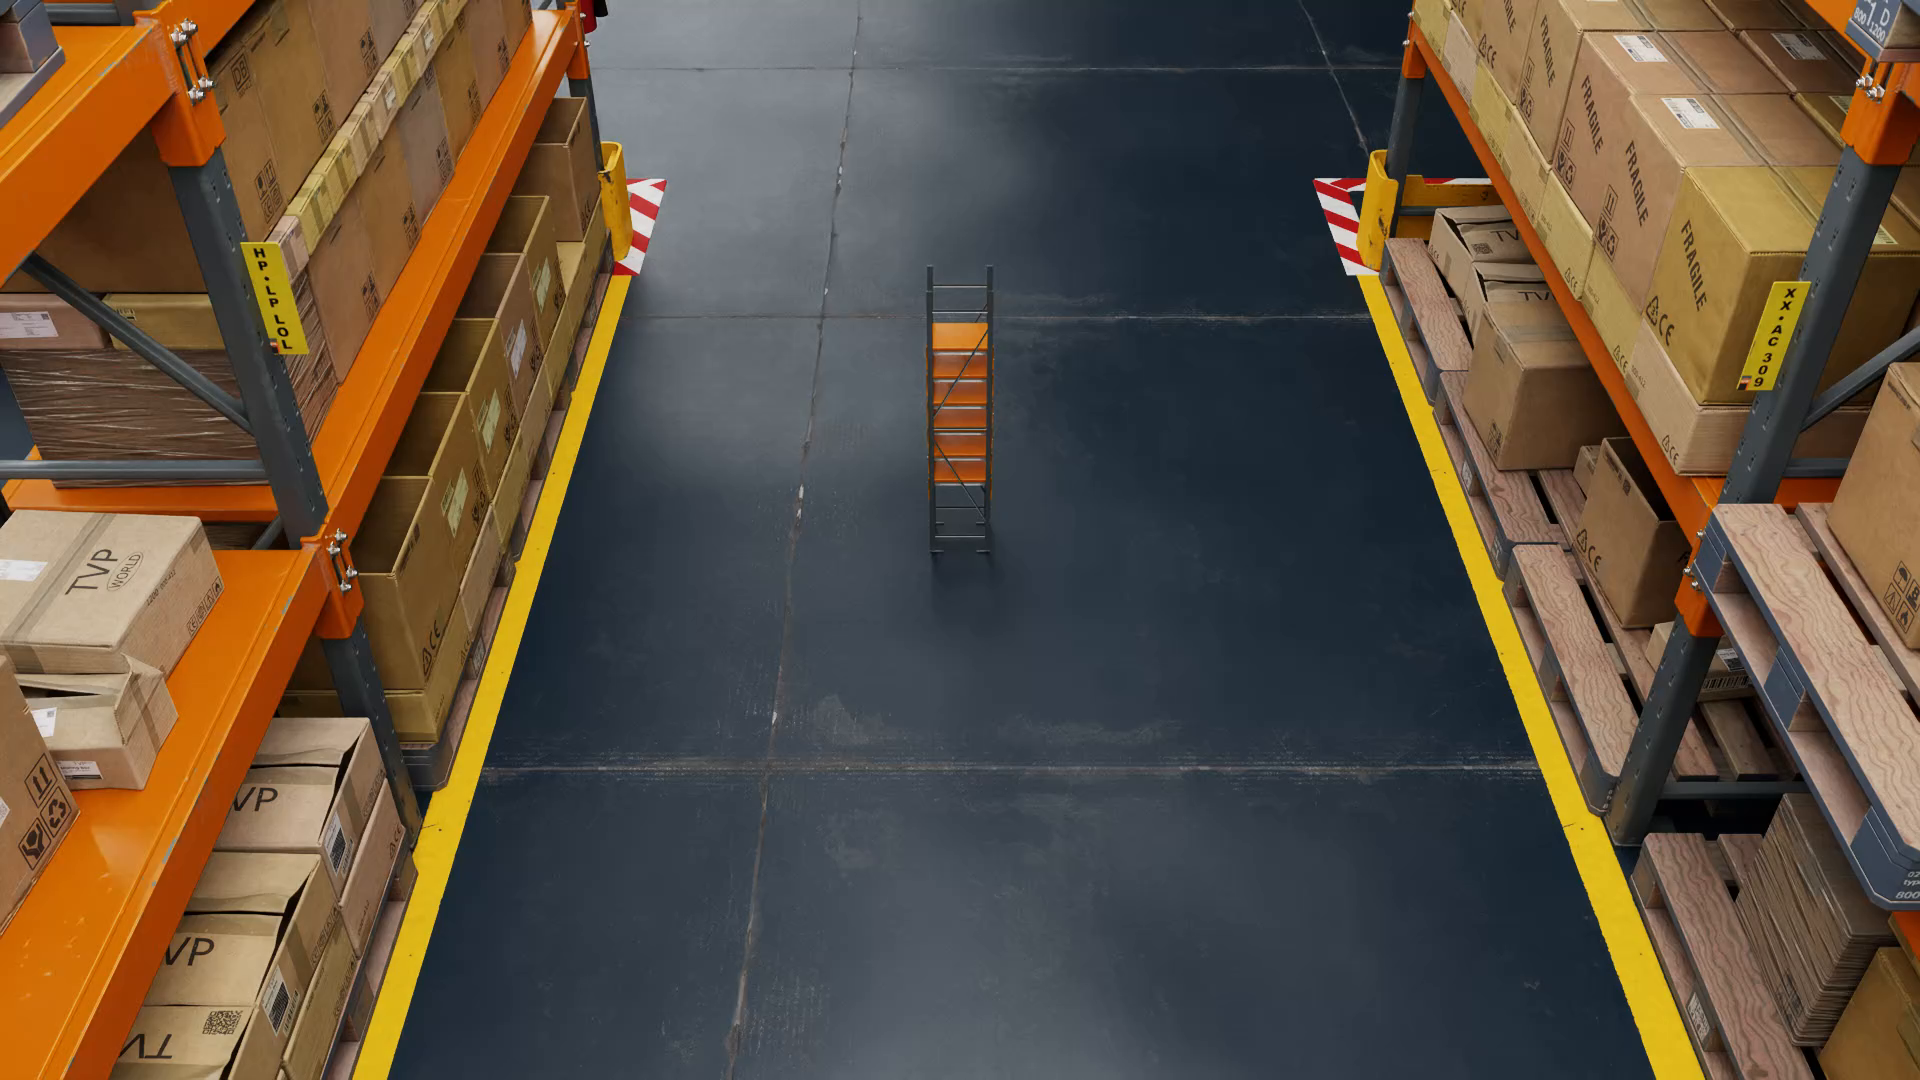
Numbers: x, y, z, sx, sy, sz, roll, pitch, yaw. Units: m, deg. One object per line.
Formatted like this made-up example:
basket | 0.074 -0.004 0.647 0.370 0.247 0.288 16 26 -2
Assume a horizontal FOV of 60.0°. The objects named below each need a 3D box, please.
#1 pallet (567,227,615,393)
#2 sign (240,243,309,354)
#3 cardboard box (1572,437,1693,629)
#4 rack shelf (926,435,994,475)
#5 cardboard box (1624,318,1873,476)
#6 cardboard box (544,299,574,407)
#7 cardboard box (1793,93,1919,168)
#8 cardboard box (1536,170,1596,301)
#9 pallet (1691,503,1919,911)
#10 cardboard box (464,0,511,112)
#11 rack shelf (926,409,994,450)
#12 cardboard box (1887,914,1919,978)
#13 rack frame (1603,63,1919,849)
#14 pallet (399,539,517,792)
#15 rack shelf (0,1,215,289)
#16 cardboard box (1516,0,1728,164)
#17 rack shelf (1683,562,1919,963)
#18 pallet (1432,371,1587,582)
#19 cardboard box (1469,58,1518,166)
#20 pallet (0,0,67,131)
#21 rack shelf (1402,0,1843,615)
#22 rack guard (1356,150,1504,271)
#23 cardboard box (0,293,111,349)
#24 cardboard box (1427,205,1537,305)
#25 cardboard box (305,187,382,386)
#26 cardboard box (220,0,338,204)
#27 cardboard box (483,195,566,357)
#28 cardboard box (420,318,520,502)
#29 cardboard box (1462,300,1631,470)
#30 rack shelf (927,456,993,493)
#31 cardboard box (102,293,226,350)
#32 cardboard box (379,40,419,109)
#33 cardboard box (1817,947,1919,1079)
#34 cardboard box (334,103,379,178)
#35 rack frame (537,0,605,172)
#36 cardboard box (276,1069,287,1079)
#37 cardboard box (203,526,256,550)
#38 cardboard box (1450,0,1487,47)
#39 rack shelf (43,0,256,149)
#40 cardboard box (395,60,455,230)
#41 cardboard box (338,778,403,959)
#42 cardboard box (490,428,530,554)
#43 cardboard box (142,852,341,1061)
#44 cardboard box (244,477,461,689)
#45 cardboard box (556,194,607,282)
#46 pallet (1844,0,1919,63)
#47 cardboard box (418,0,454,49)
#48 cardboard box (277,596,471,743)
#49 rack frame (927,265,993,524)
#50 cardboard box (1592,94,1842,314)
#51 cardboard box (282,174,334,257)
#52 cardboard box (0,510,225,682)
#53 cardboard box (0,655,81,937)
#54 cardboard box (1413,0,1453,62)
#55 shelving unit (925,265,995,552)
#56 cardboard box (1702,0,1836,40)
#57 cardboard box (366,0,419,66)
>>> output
pallet | -2.259 -1.123 7.982 1.003 0.211 1.213 0 39 0
sign | -1.755 -0.615 4.256 0.100 0.325 0.005 0 39 0
cardboard box | 2.615 -0.039 6.047 0.500 0.500 0.500 -3 39 -3
rack shelf | 0.000 -0.349 6.489 0.258 0.103 0.180 0 39 0
cardboard box | 2.352 -0.439 5.003 0.500 0.250 0.500 0 39 0
cardboard box | -1.991 -0.819 7.237 0.500 0.250 0.500 0 39 0
cardboard box | 2.868 -1.053 5.170 0.500 0.500 0.500 0 39 0
cardboard box | 2.344 -1.065 5.784 0.500 0.250 0.500 0 39 0
pallet | 2.512 0.359 4.056 1.003 0.211 1.213 0 39 0
cardboard box | -2.309 -2.108 6.902 0.700 0.500 0.500 1 39 1
rack shelf | 0.000 -0.443 6.414 0.258 0.103 0.180 0 39 0
cardboard box | 2.678 1.053 4.085 0.500 0.250 0.500 -1 39 -1
rack frame | 2.656 -0.194 4.593 1.000 3.000 0.127 0 39 0
pallet | -2.257 0.403 6.078 1.003 0.211 1.213 0 39 0
rack shelf | -2.295 0.173 2.312 1.077 0.370 4.000 0 39 0
cardboard box | 2.349 -1.683 5.956 0.500 0.500 0.500 1 39 1
rack shelf | 2.658 1.338 3.257 1.077 0.370 4.000 0 39 0
pallet | 2.616 -0.290 6.943 1.003 0.211 1.213 0 39 0
cardboard box | 2.344 -1.696 6.571 0.500 0.250 0.500 -1 39 -1
pallet | -2.284 -0.732 3.019 0.805 0.209 1.217 -1 39 -2
rack shelf | 2.654 -1.164 6.379 1.077 0.370 4.000 0 39 0
rack guard | 2.652 -1.672 8.437 1.175 0.500 0.348 0 39 0
cardboard box | -2.512 -0.650 4.563 0.380 0.149 0.250 0 39 0
cardboard box | 2.562 -1.385 7.878 0.500 0.311 0.500 -4 39 -5
cardboard box | -2.311 -0.834 5.312 0.700 0.500 0.500 0 39 -1
cardboard box | -2.306 -1.326 4.889 0.700 0.500 0.500 0 39 0
cardboard box | -1.988 -1.112 7.002 0.500 0.500 0.500 0 39 0
cardboard box | -1.986 -0.487 6.222 0.500 0.500 0.500 0 39 0
cardboard box | 2.514 -0.643 6.801 0.700 0.500 0.500 -2 39 -3
rack shelf | 0.000 -0.255 6.564 0.258 0.103 0.180 0 39 0
cardboard box | -2.104 -0.648 4.561 0.380 0.149 0.250 0 39 0
cardboard box | -2.110 -1.617 5.770 0.380 0.149 0.250 0 39 0
cardboard box | 2.724 1.394 4.259 0.700 0.500 0.500 -1 39 -1
cardboard box | -2.106 -1.287 5.358 0.380 0.149 0.250 -1 39 -2
rack frame | -2.302 -2.689 7.707 1.000 3.000 0.127 0 39 0
cardboard box | -2.007 1.617 4.197 0.500 0.250 0.500 1 39 1
cardboard box | -2.506 -0.174 5.831 0.500 0.500 0.500 0 39 0
cardboard box | 2.342 -2.329 6.762 0.500 0.500 0.500 0 39 0
rack shelf | -2.300 -2.328 5.433 1.077 0.370 4.000 0 39 0
cardboard box | -2.310 -1.468 6.103 0.700 0.500 0.500 1 39 1
cardboard box | -2.007 0.981 4.991 0.500 0.250 0.500 0 39 0
cardboard box | -1.986 -0.194 6.457 0.500 0.250 0.500 0 39 0
cardboard box | -2.003 1.081 4.417 0.500 0.311 0.500 1 39 1
cardboard box | -1.985 0.139 5.442 0.500 0.500 0.500 0 39 0
cardboard box | -2.006 -1.445 8.017 0.500 0.250 0.500 0 39 0
pallet | 2.550 -0.905 3.232 1.213 0.211 1.003 0 39 0
cardboard box | -2.108 -1.933 6.164 0.380 0.149 0.250 1 39 1
cardboard box | -1.995 0.431 5.676 0.500 0.250 0.500 0 39 0
rack frame | 0.000 -0.534 6.457 0.240 1.200 0.006 0 39 0
cardboard box | 2.340 -1.043 5.157 0.500 0.500 0.500 0 39 0
cardboard box | -2.107 -0.966 4.959 0.380 0.149 0.250 -1 39 -1
cardboard box | -2.253 0.179 4.248 0.500 0.250 0.500 2 39 3
cardboard box | -2.312 0.583 3.544 0.500 0.500 0.500 3 39 3
cardboard box | 2.335 -2.339 7.374 0.500 0.250 0.500 -1 39 -1
shelving unit | 0.000 -0.477 6.386 0.258 1.200 0.189 0 39 0
cardboard box | 2.861 -1.689 5.964 0.500 0.500 0.500 0 39 1
cardboard box | -2.306 -1.952 5.670 0.700 0.500 0.500 0 39 0
